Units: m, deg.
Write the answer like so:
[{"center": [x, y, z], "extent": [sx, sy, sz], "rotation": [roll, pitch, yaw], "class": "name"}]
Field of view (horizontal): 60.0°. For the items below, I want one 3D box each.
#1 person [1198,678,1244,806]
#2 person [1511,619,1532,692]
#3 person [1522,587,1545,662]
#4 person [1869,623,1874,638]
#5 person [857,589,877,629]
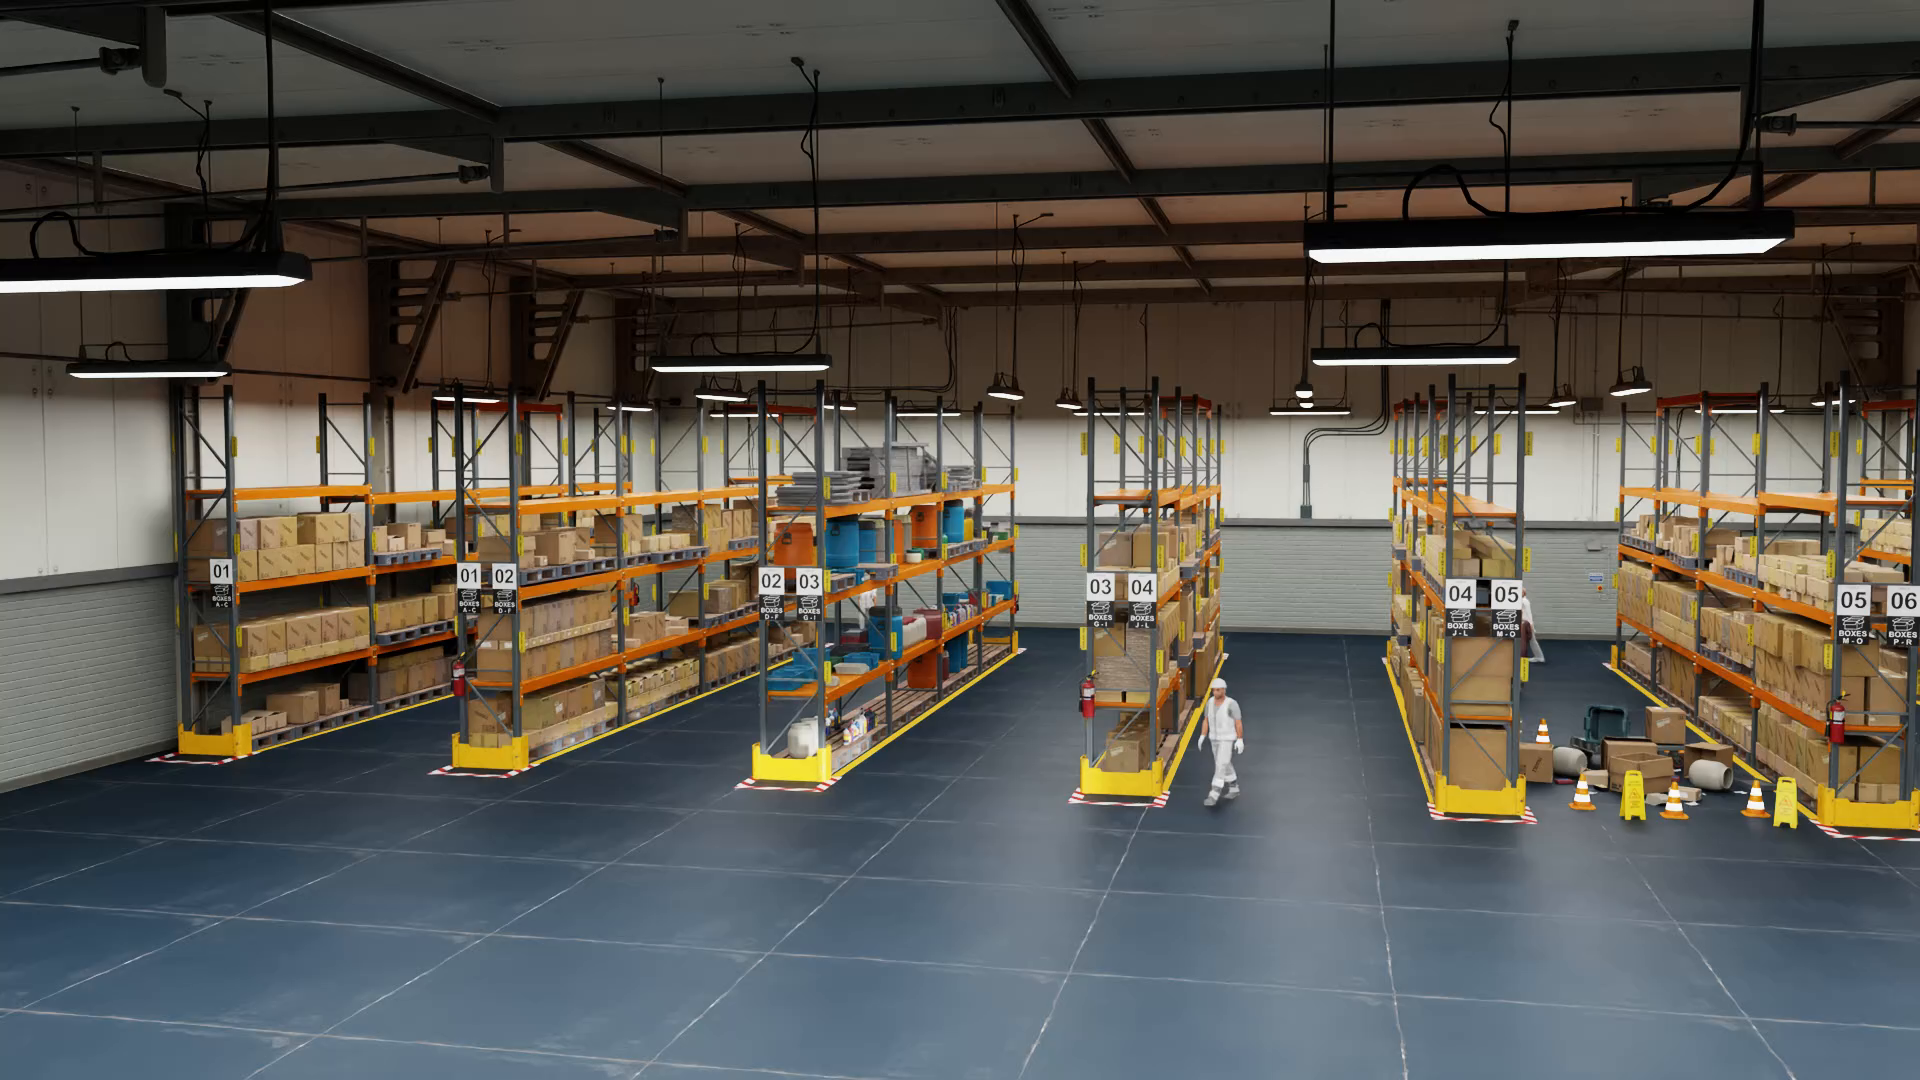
[{"center": [3.610, 2.800, 23.232], "extent": [0.994, 1.735, 0.563], "rotation": [-3, 4, -40], "class": "person"}, {"center": [11.411, 2.247, 33.979], "extent": [0.652, 1.714, 0.775], "rotation": [0, 3, -2], "class": "person"}, {"center": [13.030, 1.954, 38.596], "extent": [1.068, 1.716, 0.576], "rotation": [2, 4, 27], "class": "person"}, {"center": [17.470, 2.387, 32.046], "extent": [0.475, 1.712, 0.536], "rotation": [-1, 3, -10], "class": "person"}, {"center": [-2.440, 1.753, 43.416], "extent": [0.530, 1.600, 1.052], "rotation": [0, 3, 3], "class": "person"}]
